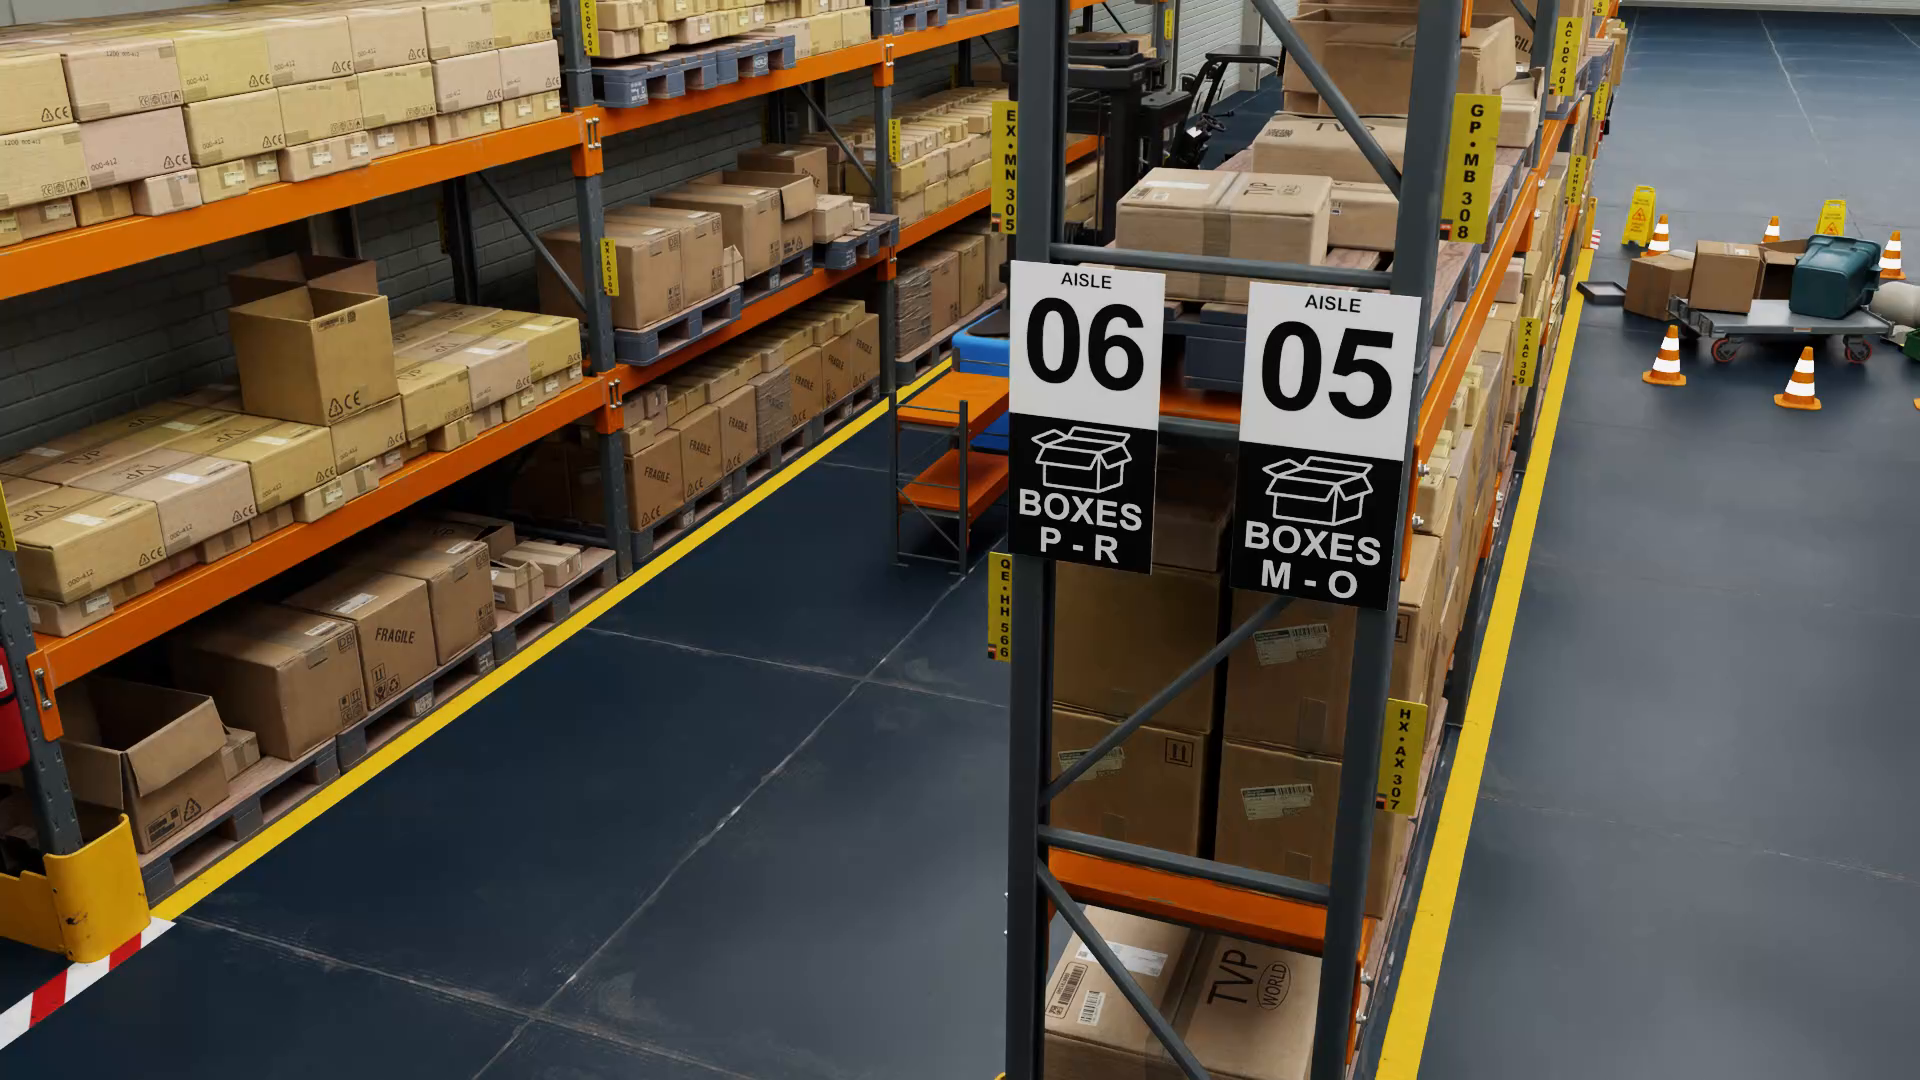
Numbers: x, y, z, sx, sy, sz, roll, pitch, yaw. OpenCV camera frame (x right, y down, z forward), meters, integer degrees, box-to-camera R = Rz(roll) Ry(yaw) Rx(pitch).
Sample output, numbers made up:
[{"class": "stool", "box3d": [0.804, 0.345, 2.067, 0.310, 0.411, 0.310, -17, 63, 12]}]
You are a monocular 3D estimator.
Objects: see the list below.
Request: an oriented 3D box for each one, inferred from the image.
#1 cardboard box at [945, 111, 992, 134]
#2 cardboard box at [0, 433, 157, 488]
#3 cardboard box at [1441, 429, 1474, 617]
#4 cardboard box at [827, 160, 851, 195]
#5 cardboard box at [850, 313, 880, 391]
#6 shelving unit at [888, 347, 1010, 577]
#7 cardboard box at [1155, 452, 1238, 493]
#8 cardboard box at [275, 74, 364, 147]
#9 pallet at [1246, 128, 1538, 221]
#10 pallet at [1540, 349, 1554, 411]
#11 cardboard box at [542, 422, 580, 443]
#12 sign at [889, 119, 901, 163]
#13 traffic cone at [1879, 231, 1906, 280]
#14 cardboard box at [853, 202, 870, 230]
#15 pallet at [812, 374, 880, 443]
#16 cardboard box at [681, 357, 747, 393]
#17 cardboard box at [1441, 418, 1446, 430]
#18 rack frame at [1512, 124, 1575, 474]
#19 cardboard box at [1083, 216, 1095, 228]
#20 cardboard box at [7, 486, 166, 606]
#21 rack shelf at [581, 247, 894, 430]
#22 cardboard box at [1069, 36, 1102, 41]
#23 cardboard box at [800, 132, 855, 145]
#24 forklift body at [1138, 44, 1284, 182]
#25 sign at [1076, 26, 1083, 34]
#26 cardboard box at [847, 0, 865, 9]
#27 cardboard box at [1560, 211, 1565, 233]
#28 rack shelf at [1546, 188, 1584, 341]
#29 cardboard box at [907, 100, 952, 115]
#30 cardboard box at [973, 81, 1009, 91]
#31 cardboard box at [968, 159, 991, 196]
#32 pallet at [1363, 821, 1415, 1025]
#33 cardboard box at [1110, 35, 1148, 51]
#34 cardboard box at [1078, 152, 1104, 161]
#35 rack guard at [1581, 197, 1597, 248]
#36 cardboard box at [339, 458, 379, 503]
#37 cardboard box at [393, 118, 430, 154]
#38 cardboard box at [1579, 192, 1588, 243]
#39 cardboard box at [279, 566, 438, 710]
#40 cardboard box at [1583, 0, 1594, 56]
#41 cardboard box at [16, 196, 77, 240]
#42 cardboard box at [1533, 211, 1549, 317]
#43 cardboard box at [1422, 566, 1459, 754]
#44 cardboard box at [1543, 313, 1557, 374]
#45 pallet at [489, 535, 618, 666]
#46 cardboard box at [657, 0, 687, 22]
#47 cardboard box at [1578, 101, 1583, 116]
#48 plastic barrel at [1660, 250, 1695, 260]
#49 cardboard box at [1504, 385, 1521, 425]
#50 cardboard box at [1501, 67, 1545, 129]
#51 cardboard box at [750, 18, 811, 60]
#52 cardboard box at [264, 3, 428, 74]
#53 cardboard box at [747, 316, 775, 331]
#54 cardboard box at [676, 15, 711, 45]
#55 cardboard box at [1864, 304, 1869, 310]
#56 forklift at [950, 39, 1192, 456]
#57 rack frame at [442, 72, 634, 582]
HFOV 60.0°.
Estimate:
[{"class": "cardboard box", "box3d": [0.077, -3.711, 14.772, 0.380, 0.149, 0.250, 8, 24, 19]}, {"class": "cardboard box", "box3d": [-3.869, -0.248, 7.261, 0.500, 0.250, 0.500, 9, 24, 20]}, {"class": "cardboard box", "box3d": [1.436, -0.094, 5.655, 0.500, 0.500, 0.500, 9, 24, 20]}, {"class": "cardboard box", "box3d": [-1.105, -3.018, 13.629, 0.500, 0.250, 0.500, 9, 24, 21]}, {"class": "cardboard box", "box3d": [-0.972, -1.514, 13.182, 0.500, 0.500, 0.500, 10, 24, 22]}, {"class": "shelving unit", "box3d": [-0.003, -0.517, 10.527, 0.538, 1.125, 1.048, 9, 24, 20]}, {"class": "cardboard box", "box3d": [0.644, -0.142, 4.930, 0.380, 0.149, 0.250, 9, 24, 21]}, {"class": "cardboard box", "box3d": [-3.025, -1.920, 7.371, 0.500, 0.250, 0.500, 8, 24, 19]}, {"class": "pallet", "box3d": [1.796, -1.567, 6.833, 1.003, 0.211, 1.213, 9, 24, 20]}, {"class": "pallet", "box3d": [4.342, -1.374, 13.767, 1.003, 0.211, 1.213, 9, 24, 20]}, {"class": "cardboard box", "box3d": [-2.631, -0.737, 10.480, 0.380, 0.149, 0.250, 8, 24, 18]}, {"class": "sign", "box3d": [-0.507, -3.079, 12.831, 0.100, 0.325, 0.005, 9, 24, 20]}, {"class": "traffic cone", "box3d": [9.685, -2.980, 17.283, 0.336, 0.463, 0.334, 9, 24, 20]}, {"class": "cardboard box", "box3d": [-0.902, -2.444, 12.490, 0.380, 0.149, 0.250, 9, 24, 21]}, {"class": "pallet", "box3d": [-1.327, -1.107, 13.128, 1.003, 0.211, 1.213, 9, 24, 20]}, {"class": "cardboard box", "box3d": [-1.693, -1.131, 11.422, 0.380, 0.149, 0.250, 10, 25, 22]}, {"class": "cardboard box", "box3d": [1.377, -0.357, 5.444, 0.380, 0.149, 0.250, 9, 24, 21]}, {"class": "rack frame", "box3d": [3.596, -1.947, 11.519, 1.000, 3.000, 0.127, 9, 24, 20]}, {"class": "cardboard box", "box3d": [1.133, -3.322, 17.834, 0.500, 0.250, 0.500, 8, 24, 19]}, {"class": "cardboard box", "box3d": [-3.567, 0.015, 6.631, 0.500, 0.250, 0.500, 9, 24, 20]}, {"class": "rack shelf", "box3d": [-1.757, -1.608, 11.642, 1.077, 0.370, 4.000, 9, 24, 20]}, {"class": "cardboard box", "box3d": [1.421, -5.727, 19.211, 0.380, 0.149, 0.250, 9, 24, 21]}, {"class": "cardboard box", "box3d": [-1.088, -3.256, 13.683, 0.380, 0.149, 0.250, 9, 24, 21]}, {"class": "forklift body", "box3d": [2.947, -4.187, 17.984, 2.313, 2.155, 1.214, 9, 24, 20]}, {"class": "sign", "box3d": [1.444, -6.036, 20.084, 0.100, 0.325, 0.005, 9, 24, 20]}, {"class": "cardboard box", "box3d": [-0.922, -3.993, 12.204, 0.380, 0.149, 0.250, 9, 24, 21]}, {"class": "cardboard box", "box3d": [4.291, -2.397, 12.379, 0.380, 0.149, 0.250, 9, 24, 20]}, {"class": "rack shelf", "box3d": [4.339, -2.330, 13.371, 1.077, 0.370, 4.000, 9, 24, 20]}, {"class": "cardboard box", "box3d": [-0.292, -3.980, 15.416, 0.380, 0.149, 0.250, 9, 24, 20]}, {"class": "cardboard box", "box3d": [0.353, -4.585, 16.863, 0.380, 0.149, 0.250, 9, 24, 20]}, {"class": "cardboard box", "box3d": [-0.052, -3.261, 14.859, 0.500, 0.250, 0.500, 10, 25, 22]}, {"class": "pallet", "box3d": [1.303, 1.470, 6.956, 1.003, 0.211, 1.213, 9, 24, 20]}, {"class": "cardboard box", "box3d": [1.957, -5.750, 19.268, 0.380, 0.149, 0.250, 9, 24, 20]}, {"class": "cardboard box", "box3d": [1.518, -4.150, 18.519, 0.500, 0.250, 0.500, 8, 24, 19]}, {"class": "rack guard", "box3d": [6.539, -3.629, 18.789, 1.175, 0.500, 0.348, 9, 24, 20]}, {"class": "cardboard box", "box3d": [-3.005, -0.307, 7.918, 0.380, 0.149, 0.250, 9, 24, 21]}, {"class": "cardboard box", "box3d": [-2.783, -1.961, 7.987, 0.380, 0.149, 0.250, 10, 25, 22]}, {"class": "cardboard box", "box3d": [5.934, -3.200, 16.569, 0.500, 0.500, 0.500, 10, 25, 23]}, {"class": "cardboard box", "box3d": [-3.028, 0.486, 8.393, 0.500, 0.500, 0.500, 9, 24, 21]}, {"class": "cardboard box", "box3d": [3.404, -3.189, 9.927, 0.700, 0.500, 0.500, 8, 24, 17]}, {"class": "cardboard box", "box3d": [-3.578, -1.240, 6.260, 0.380, 0.149, 0.250, 9, 24, 21]}, {"class": "cardboard box", "box3d": [2.892, -1.504, 9.032, 0.500, 0.500, 0.500, 8, 24, 19]}, {"class": "cardboard box", "box3d": [1.437, 0.375, 5.831, 0.500, 0.500, 0.500, 9, 24, 20]}, {"class": "cardboard box", "box3d": [4.369, -1.664, 13.708, 0.950, 0.372, 0.625, 10, 25, 22]}, {"class": "pallet", "box3d": [-2.756, 0.308, 9.739, 1.003, 0.211, 1.213, 9, 24, 20]}, {"class": "cardboard box", "box3d": [-1.815, -3.104, 9.664, 0.380, 0.149, 0.250, 8, 24, 19]}, {"class": "cardboard box", "box3d": [4.796, -3.507, 13.352, 0.380, 0.149, 0.250, 8, 24, 18]}, {"class": "plastic barrel", "box3d": [7.206, -2.665, 16.581, 0.421, 0.421, 0.512, -12, 25, -26]}, {"class": "cardboard box", "box3d": [2.535, -0.794, 8.305, 0.500, 0.250, 0.500, 8, 24, 19]}, {"class": "cardboard box", "box3d": [2.170, -1.803, 6.782, 0.396, 0.266, 0.258, 10, 25, 22]}, {"class": "cardboard box", "box3d": [-1.351, -3.393, 11.285, 0.500, 0.250, 0.500, 9, 24, 20]}, {"class": "cardboard box", "box3d": [-2.840, -2.329, 7.703, 0.500, 0.250, 0.500, 9, 24, 21]}, {"class": "cardboard box", "box3d": [-1.639, -1.662, 12.694, 0.380, 0.149, 0.250, 9, 24, 21]}, {"class": "cardboard box", "box3d": [-1.715, -3.053, 9.927, 0.380, 0.149, 0.250, 9, 24, 21]}, {"class": "cardboard box", "box3d": [8.643, -2.323, 15.966, 0.396, 0.266, 0.258, 13, 26, 29]}, {"class": "forklift", "box3d": [1.000, -2.194, 12.200, 1.130, 2.935, 3.031, 10, 25, 23]}, {"class": "rack frame", "box3d": [-2.500, -1.225, 9.790, 1.000, 3.000, 0.127, 9, 24, 20]}]
